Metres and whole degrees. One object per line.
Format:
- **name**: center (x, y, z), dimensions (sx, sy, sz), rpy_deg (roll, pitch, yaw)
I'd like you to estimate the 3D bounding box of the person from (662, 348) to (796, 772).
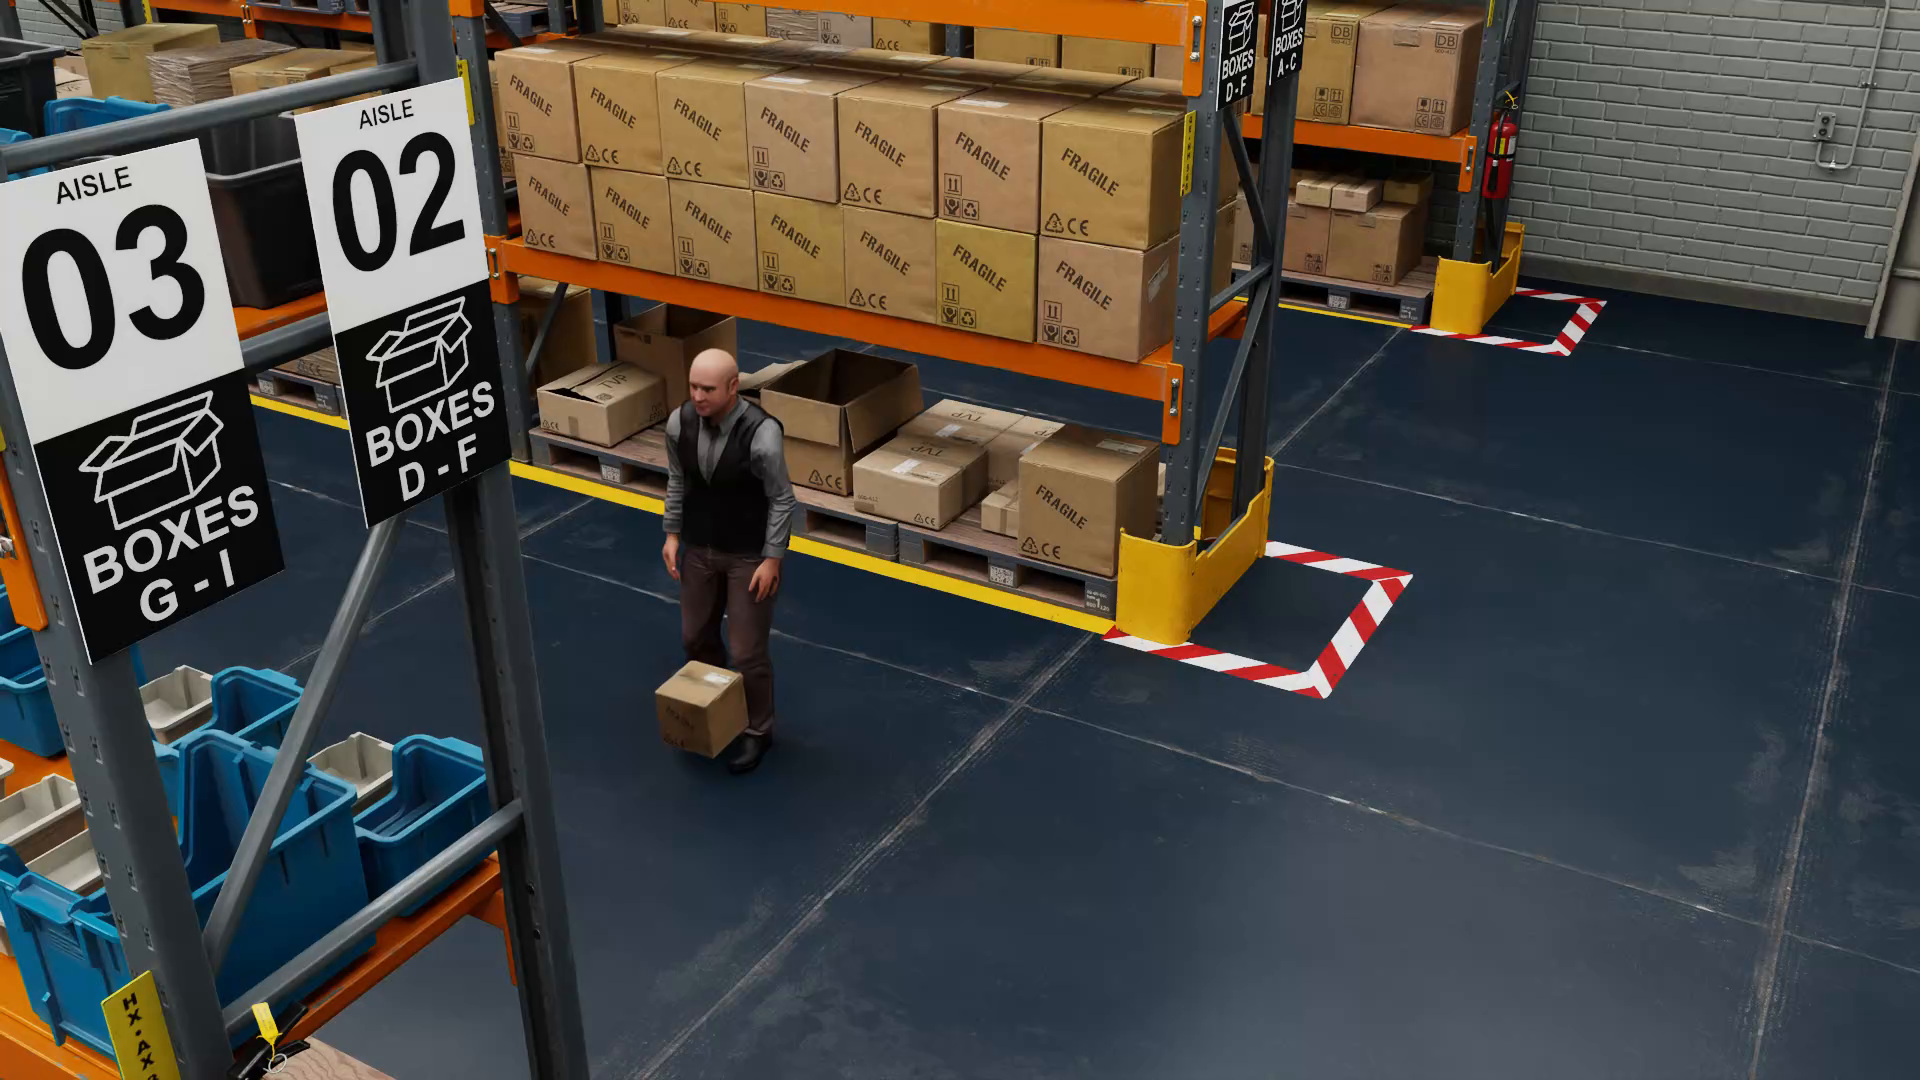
- **person**: center (-0.907, 0.057, 6.525), dimensions (0.566, 1.723, 0.473), rpy_deg (13, 29, 25)
